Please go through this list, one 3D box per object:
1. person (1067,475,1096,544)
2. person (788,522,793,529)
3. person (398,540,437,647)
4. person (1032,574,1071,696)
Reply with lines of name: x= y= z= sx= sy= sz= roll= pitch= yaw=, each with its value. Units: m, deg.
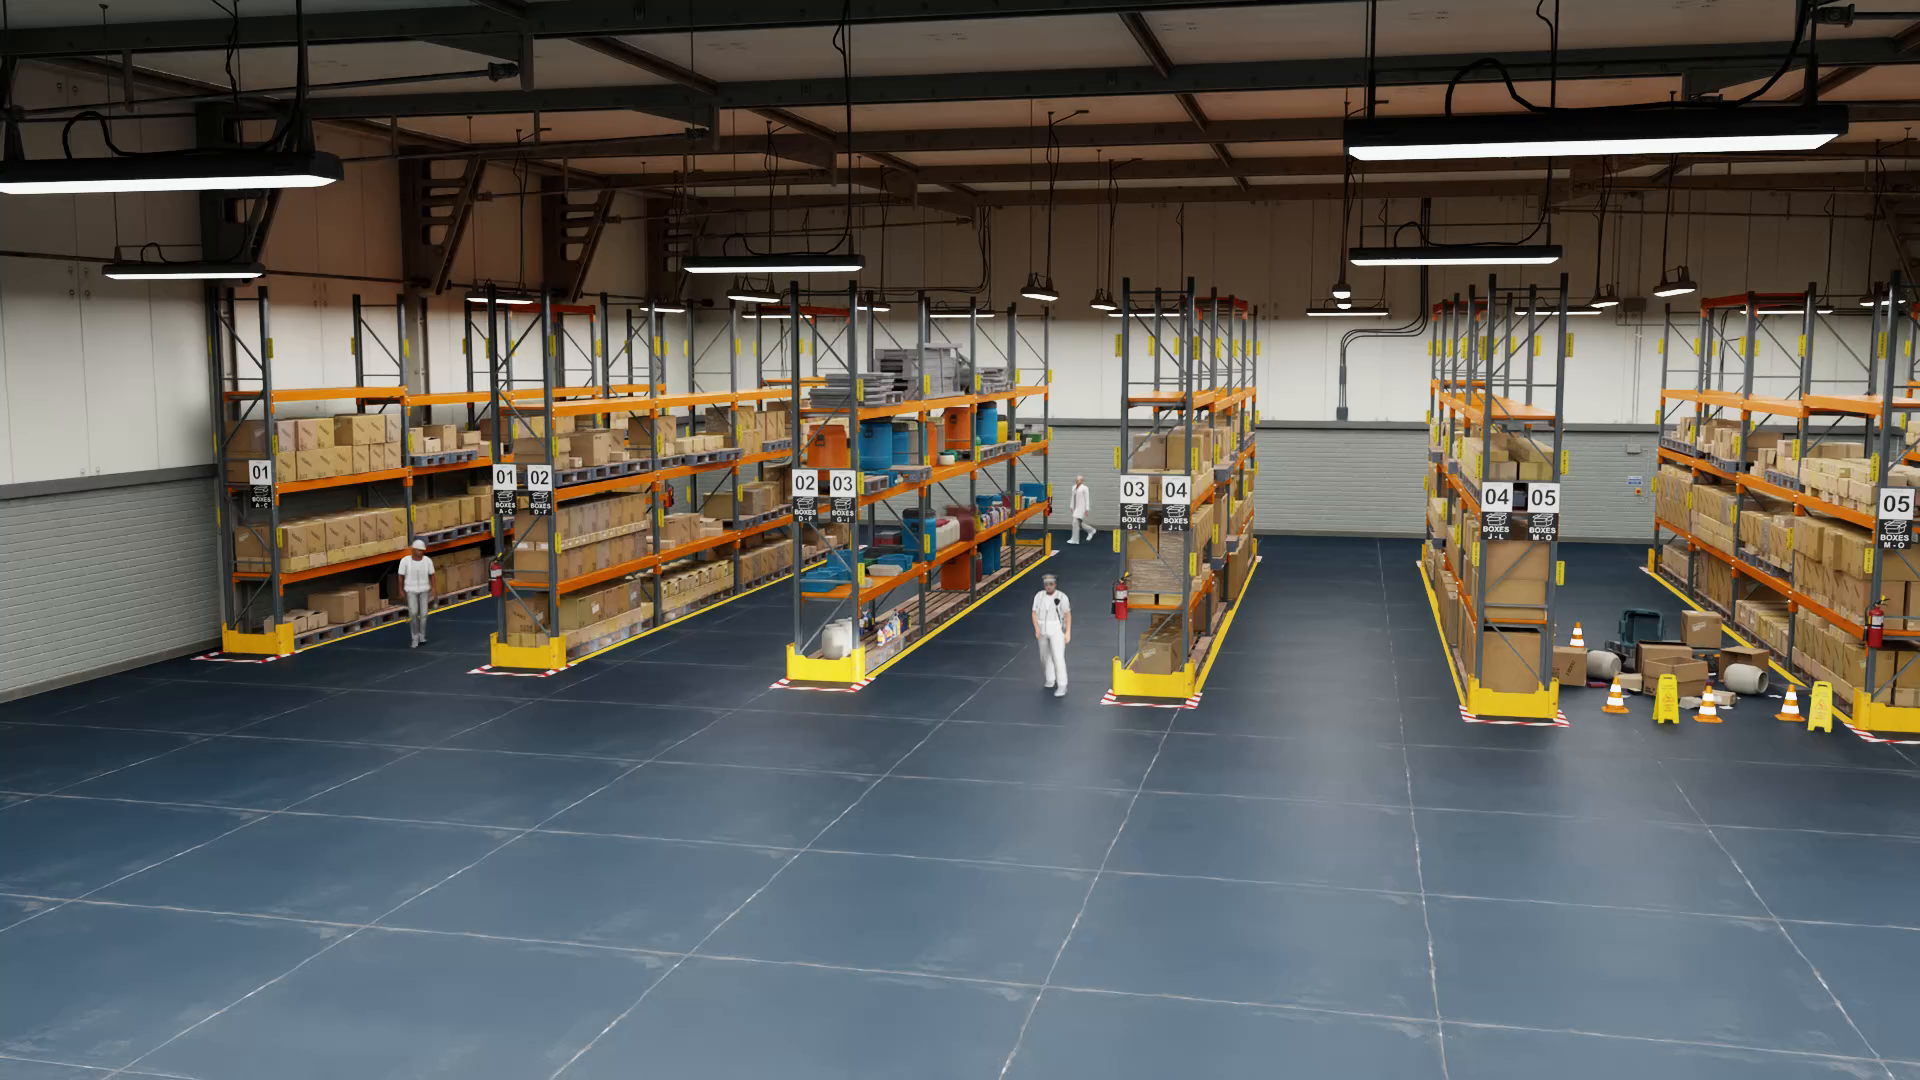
person: x=3.118 y=-0.793 z=42.755 sx=0.933 sy=1.750 sz=0.572 roll=-3 pitch=7 yaw=-25
person: x=-4.330 y=-0.938 z=44.169 sx=0.537 sy=1.742 sz=0.900 roll=-6 pitch=9 yaw=-41
person: x=-9.179 y=0.918 z=28.200 sx=0.599 sy=1.837 sz=0.521 roll=-4 pitch=8 yaw=-33
person: x=1.355 y=1.358 z=24.331 sx=0.661 sy=1.728 sz=0.849 roll=3 pitch=7 yaw=27
